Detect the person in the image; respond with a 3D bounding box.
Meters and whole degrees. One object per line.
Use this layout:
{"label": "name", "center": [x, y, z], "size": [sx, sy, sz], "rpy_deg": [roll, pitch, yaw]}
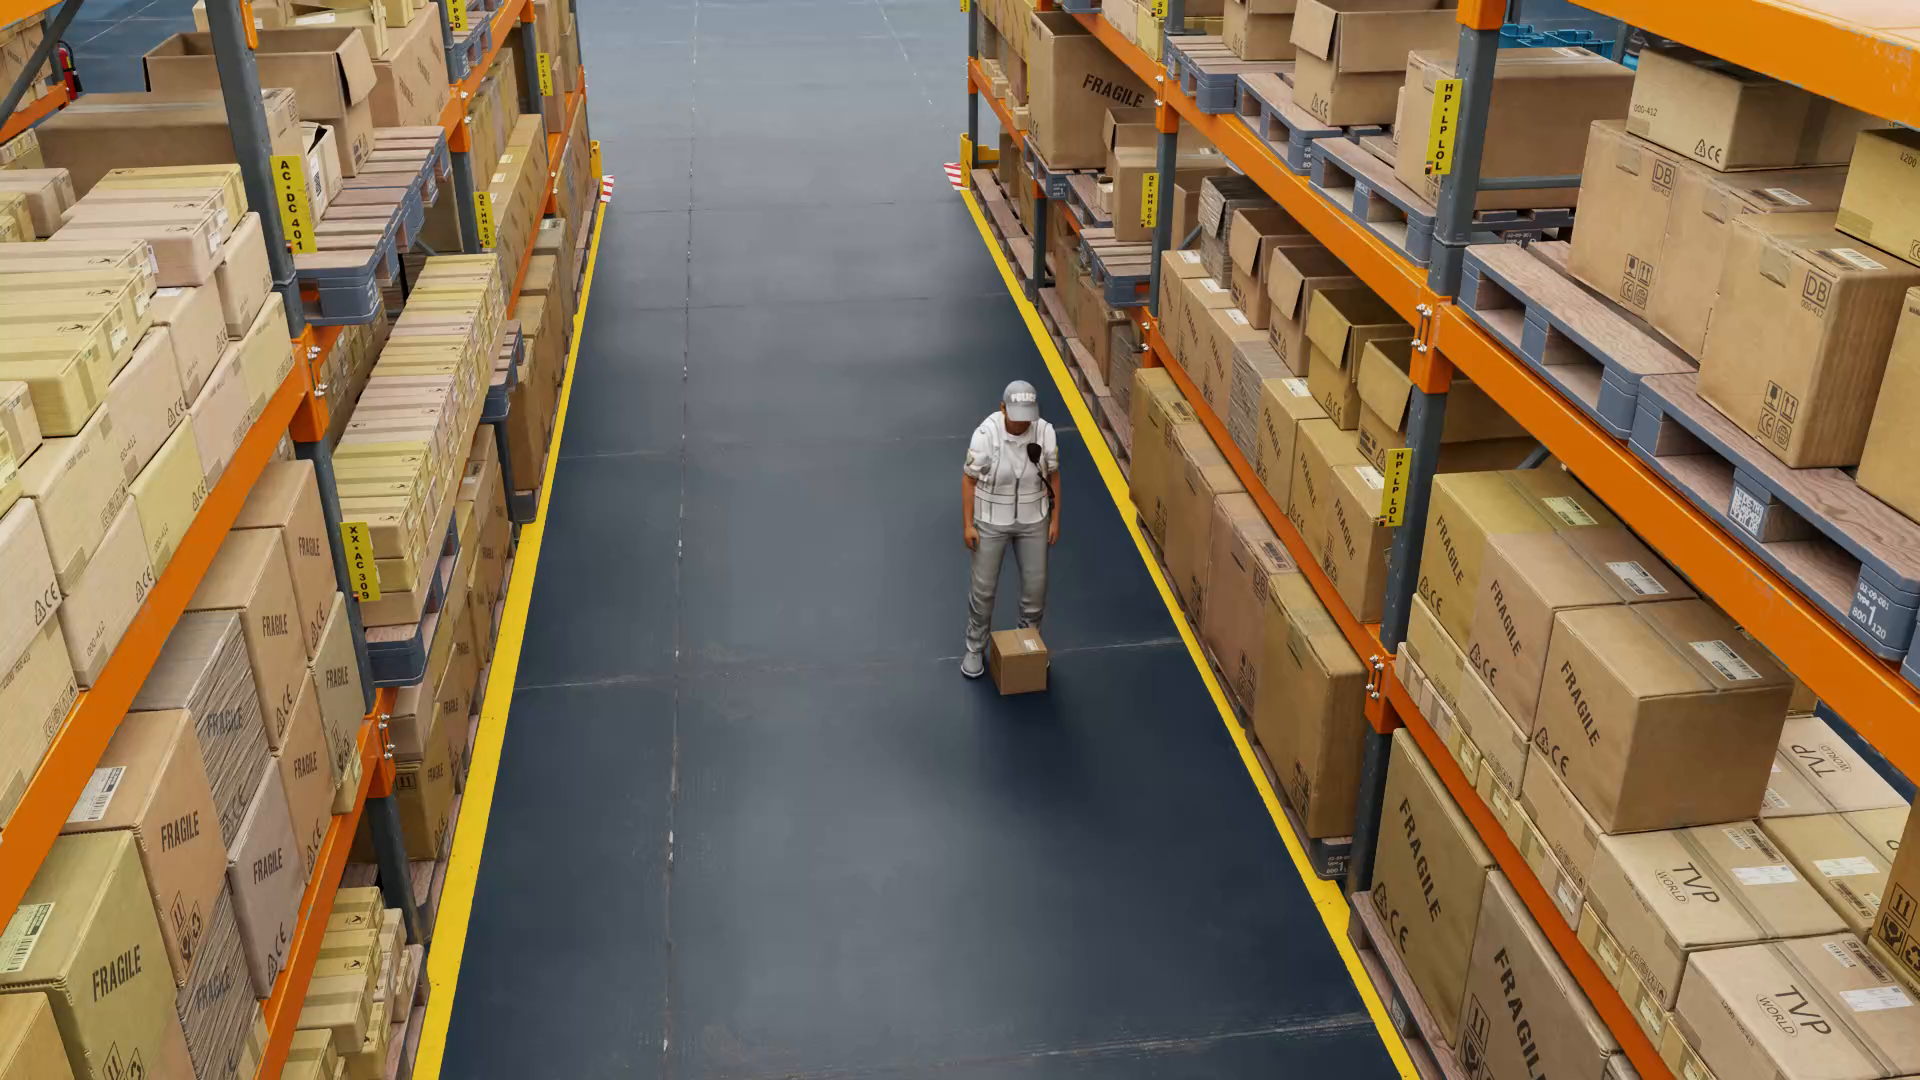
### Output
{"label": "person", "center": [0.266, -0.077, 8.761], "size": [0.545, 1.666, 0.471], "rpy_deg": [-4, 28, -7]}
